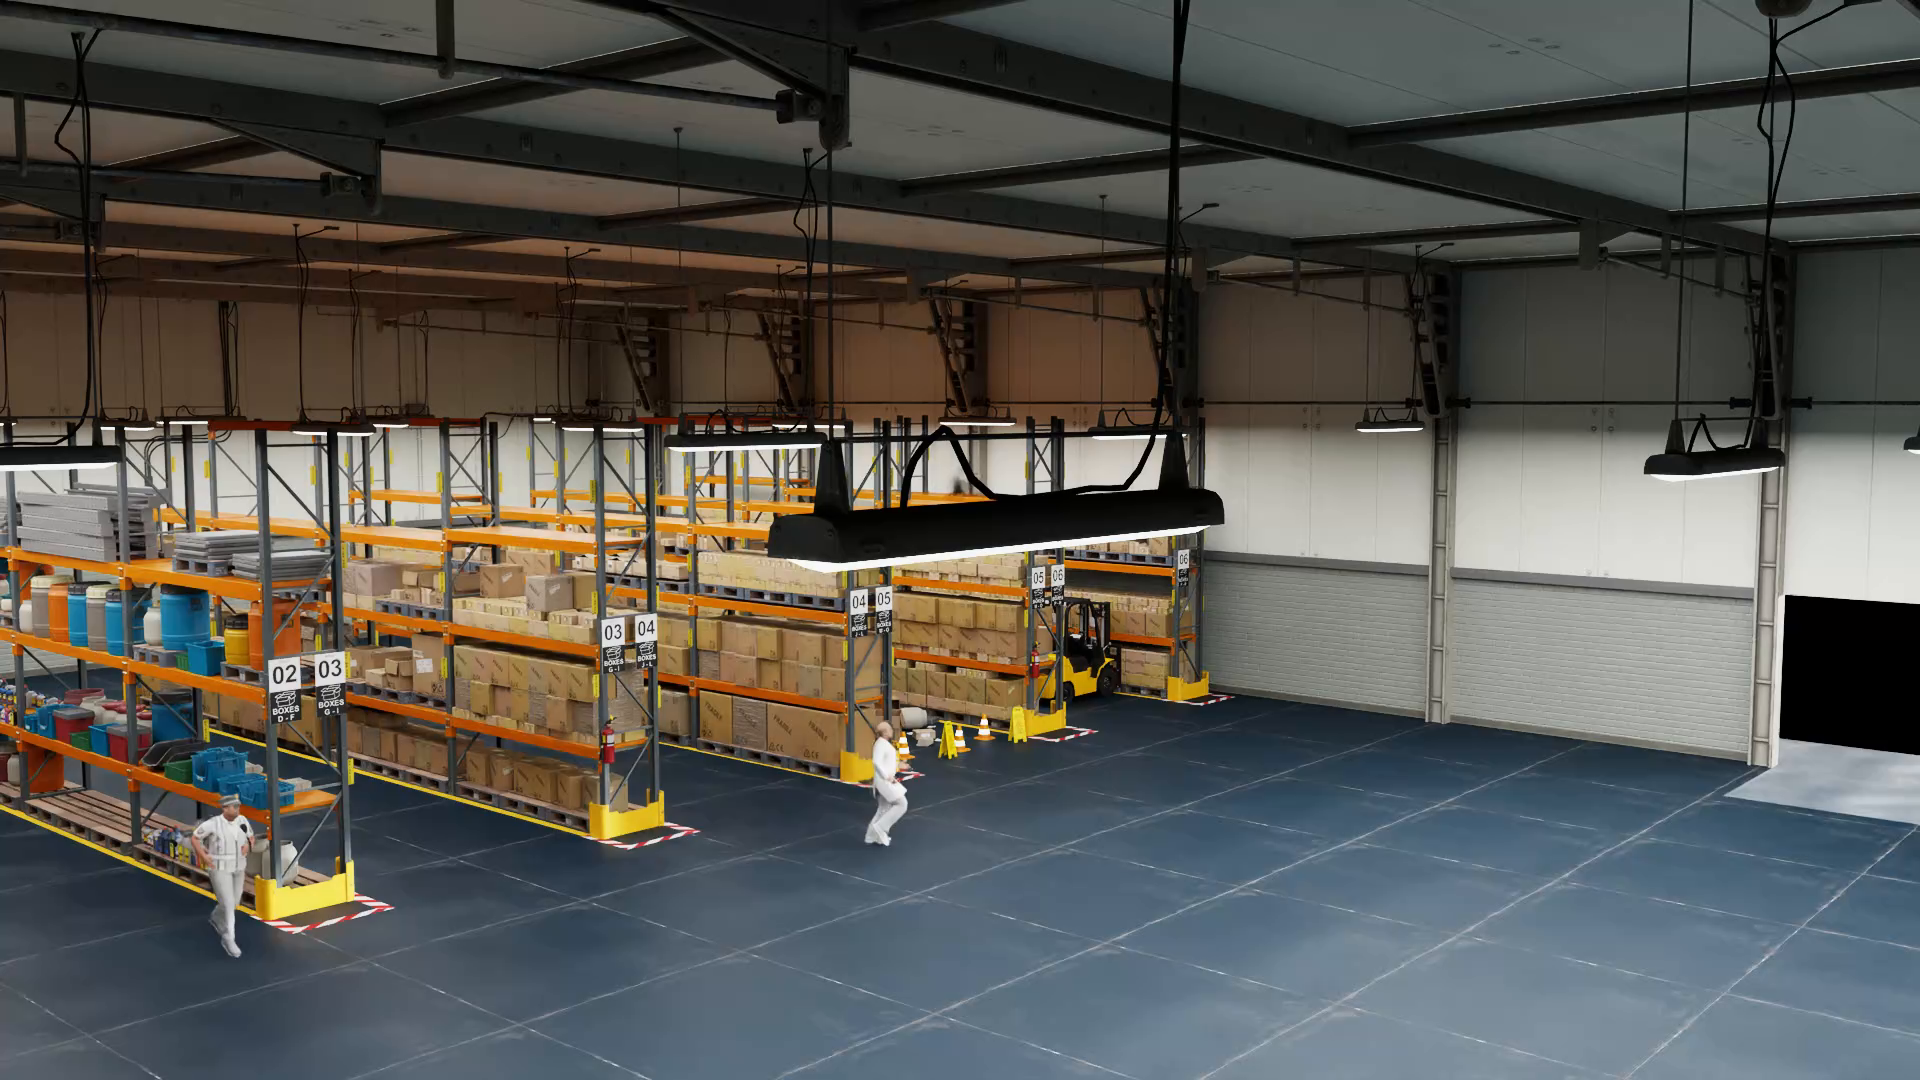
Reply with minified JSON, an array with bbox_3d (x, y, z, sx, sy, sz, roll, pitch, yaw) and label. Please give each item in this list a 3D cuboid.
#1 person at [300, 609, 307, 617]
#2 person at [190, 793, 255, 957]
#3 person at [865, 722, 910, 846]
[{"bbox_3d":[-15.126,2.376,38.202,0.702,1.588,0.612,1,5,10],"label":"person"},{"bbox_3d":[-8.516,3.842,19.407,0.973,1.788,0.670,3,6,31],"label":"person"},{"bbox_3d":[-1.021,3.482,23.781,0.695,1.739,0.680,-1,5,-14],"label":"person"}]
